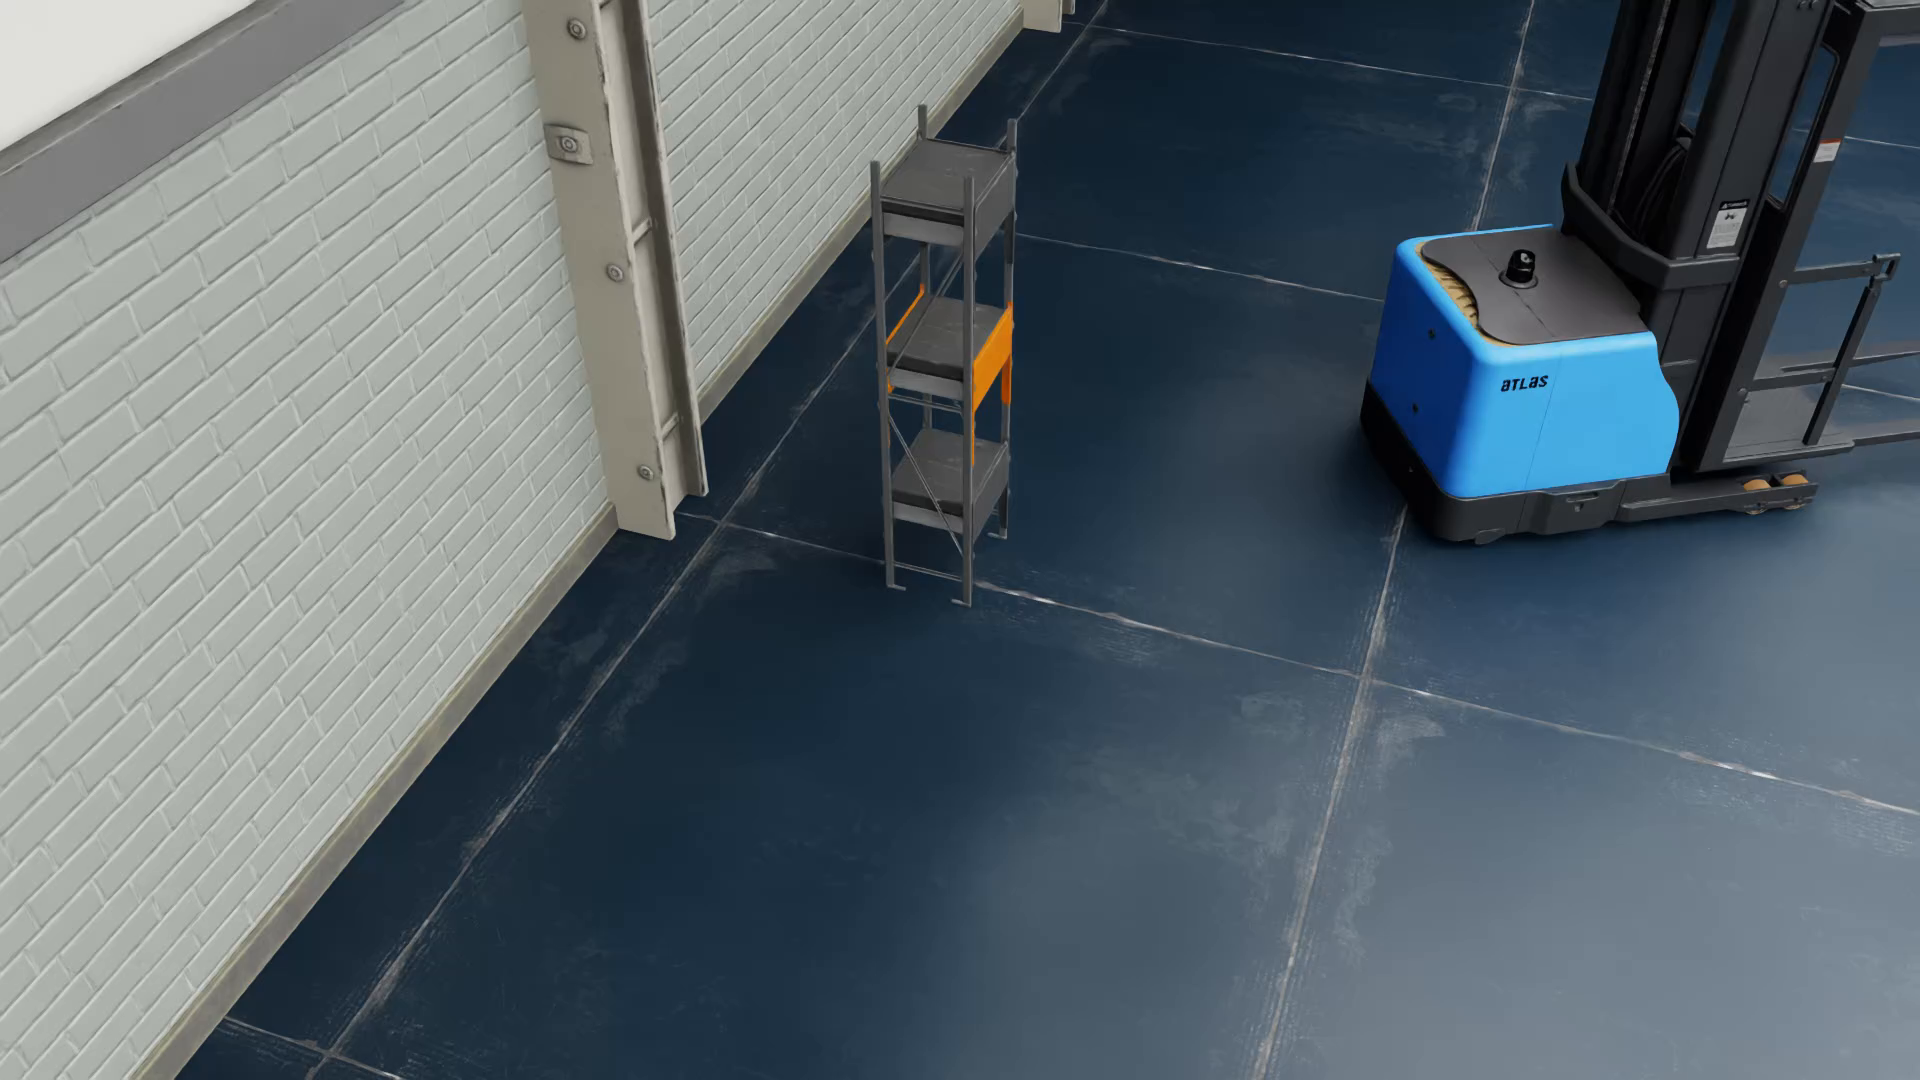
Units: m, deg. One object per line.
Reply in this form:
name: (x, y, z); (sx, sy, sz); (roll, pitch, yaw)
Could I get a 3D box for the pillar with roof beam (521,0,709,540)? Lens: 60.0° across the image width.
pillar with roof beam: (2.630, -2.620, 3.841); (9.100, 9.000, 0.400); (13, 42, 15)

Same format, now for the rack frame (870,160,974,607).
rack frame: (-0.140, -0.549, 6.729); (0.400, 2.100, 0.015); (13, 42, 15)

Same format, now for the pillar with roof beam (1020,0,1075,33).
pillar with roof beam: (4.682, -6.279, 8.131); (9.100, 9.000, 0.400); (13, 42, 15)

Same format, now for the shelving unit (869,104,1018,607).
shelving unit: (-0.057, -0.698, 6.904); (0.431, 2.100, 0.503); (13, 42, 15)

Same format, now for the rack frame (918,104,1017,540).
rack frame: (0.027, -0.847, 7.078); (0.400, 2.100, 0.015); (13, 42, 15)

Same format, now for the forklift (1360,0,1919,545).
forklift: (3.563, -1.567, 7.282); (3.031, 2.935, 1.130); (-7, 41, -8)

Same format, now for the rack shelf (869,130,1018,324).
rack shelf: (-0.057, -1.220, 6.458); (0.431, 0.518, 0.480); (13, 42, 15)

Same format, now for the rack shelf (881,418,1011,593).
rack shelf: (-0.057, -0.155, 7.367); (0.431, 0.518, 0.480); (13, 42, 15)

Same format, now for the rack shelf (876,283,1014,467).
rack shelf: (-0.057, -0.687, 6.913); (0.431, 0.518, 0.480); (13, 42, 15)
